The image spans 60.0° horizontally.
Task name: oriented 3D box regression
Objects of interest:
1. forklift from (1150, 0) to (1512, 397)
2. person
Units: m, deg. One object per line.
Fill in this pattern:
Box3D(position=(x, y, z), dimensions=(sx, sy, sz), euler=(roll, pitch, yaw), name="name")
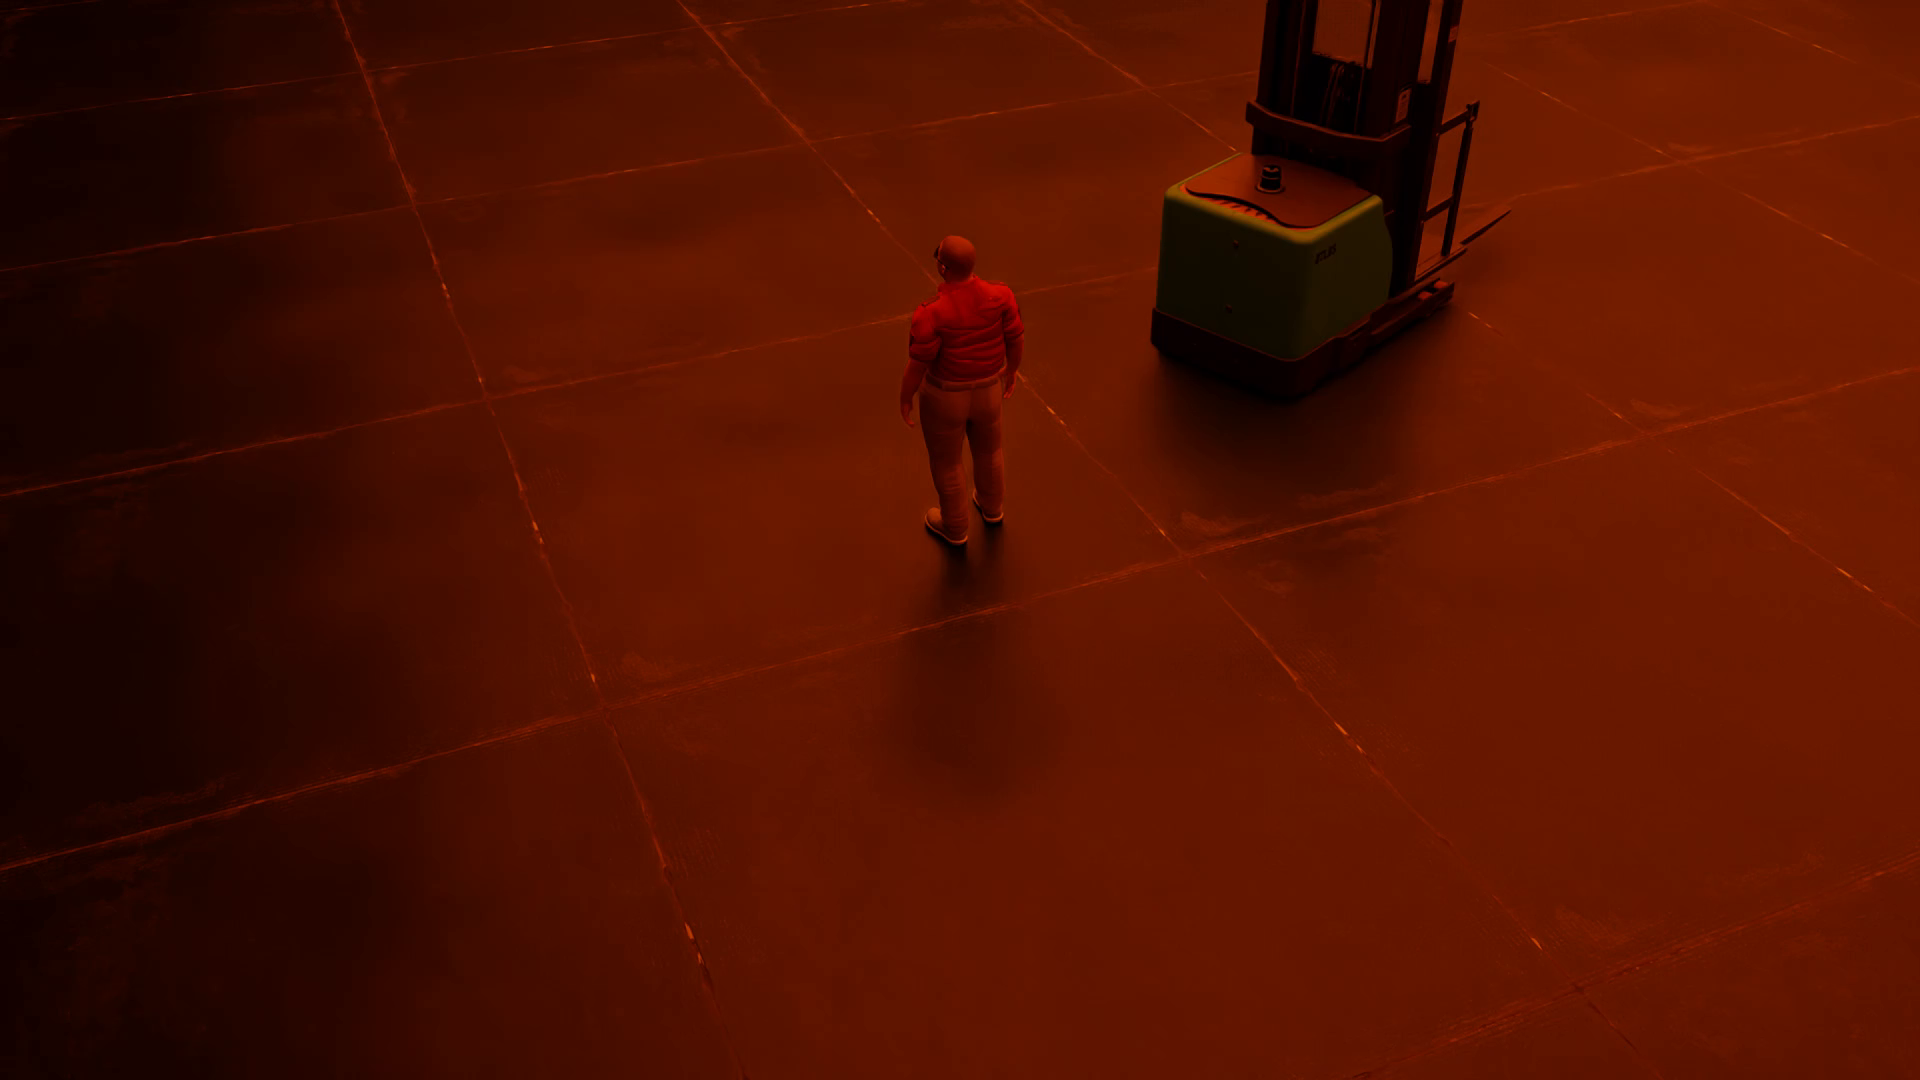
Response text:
Box3D(position=(2.538, -2.794, 10.027), dimensions=(1.130, 2.935, 3.031), euler=(28, 44, 33), name="forklift")
Box3D(position=(-0.024, -0.761, 8.194), dimensions=(0.640, 1.727, 0.551), euler=(-14, 38, -19), name="person")
